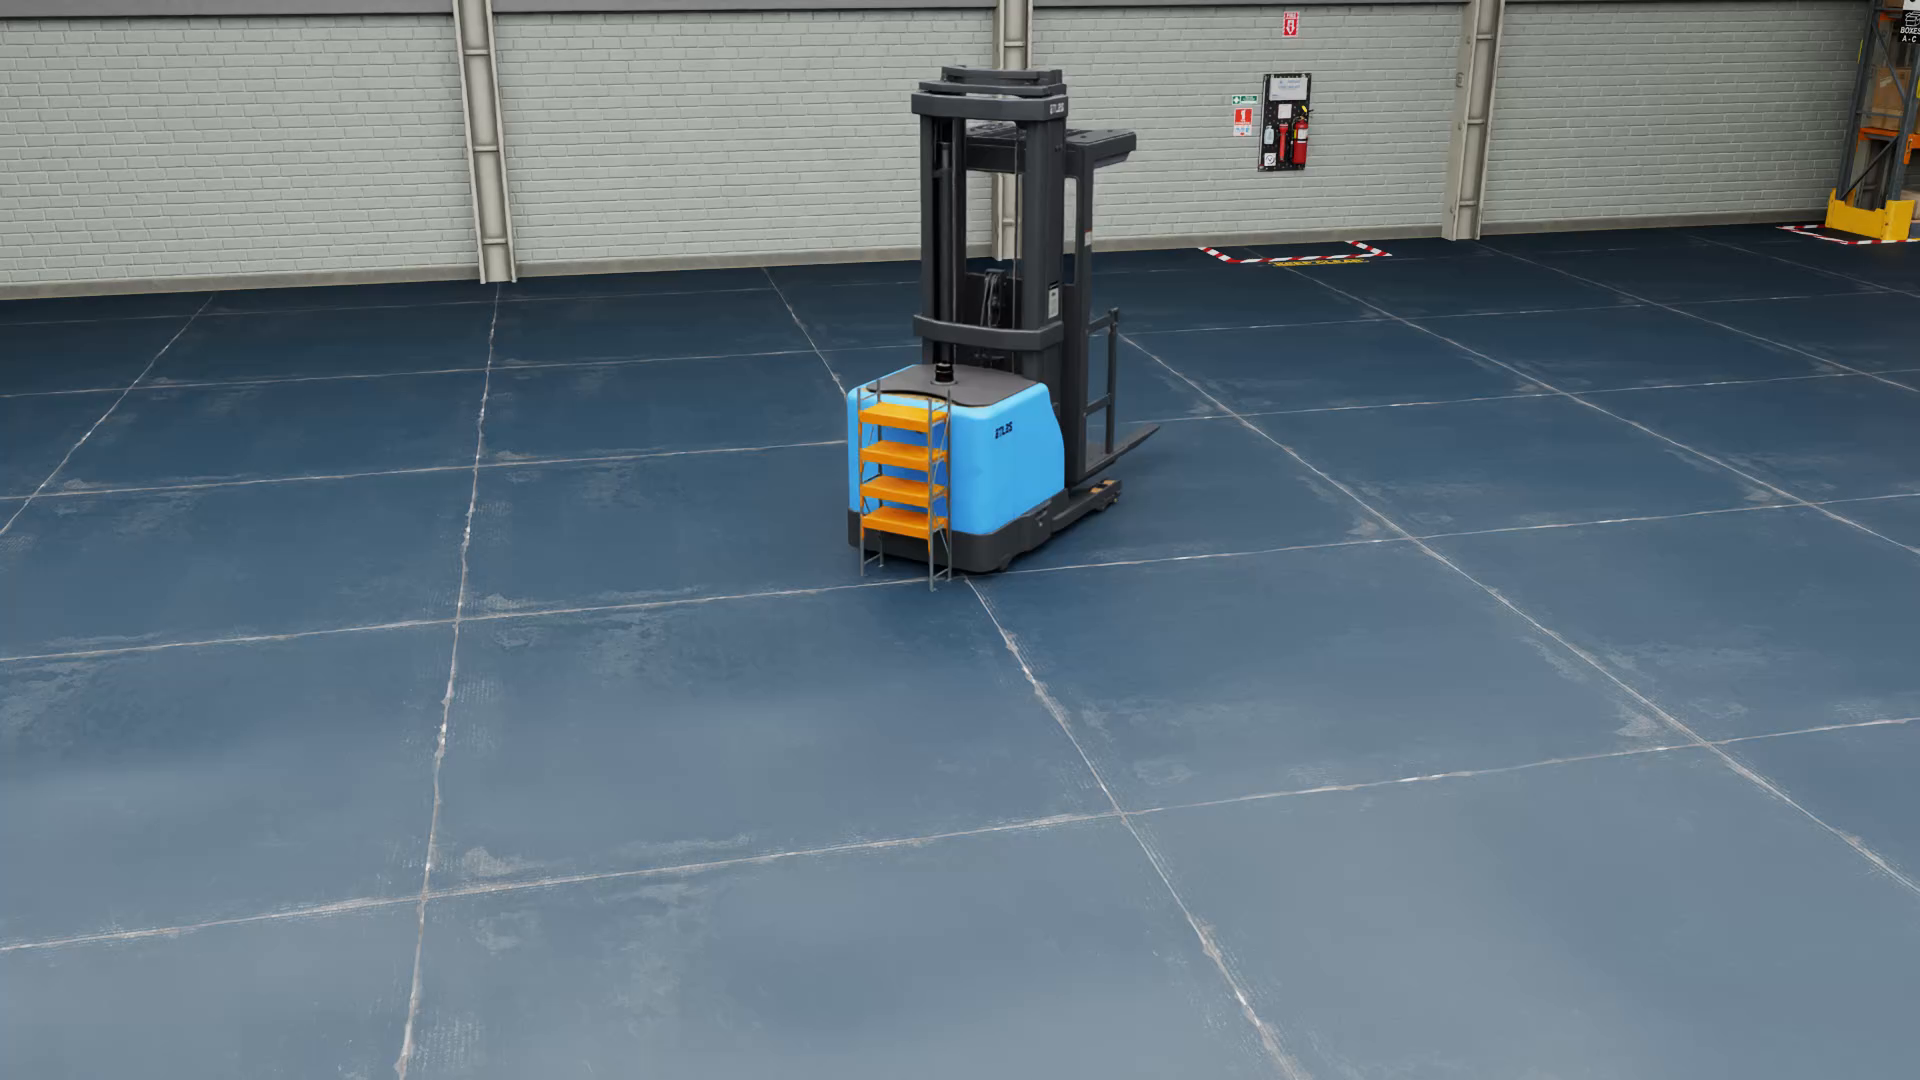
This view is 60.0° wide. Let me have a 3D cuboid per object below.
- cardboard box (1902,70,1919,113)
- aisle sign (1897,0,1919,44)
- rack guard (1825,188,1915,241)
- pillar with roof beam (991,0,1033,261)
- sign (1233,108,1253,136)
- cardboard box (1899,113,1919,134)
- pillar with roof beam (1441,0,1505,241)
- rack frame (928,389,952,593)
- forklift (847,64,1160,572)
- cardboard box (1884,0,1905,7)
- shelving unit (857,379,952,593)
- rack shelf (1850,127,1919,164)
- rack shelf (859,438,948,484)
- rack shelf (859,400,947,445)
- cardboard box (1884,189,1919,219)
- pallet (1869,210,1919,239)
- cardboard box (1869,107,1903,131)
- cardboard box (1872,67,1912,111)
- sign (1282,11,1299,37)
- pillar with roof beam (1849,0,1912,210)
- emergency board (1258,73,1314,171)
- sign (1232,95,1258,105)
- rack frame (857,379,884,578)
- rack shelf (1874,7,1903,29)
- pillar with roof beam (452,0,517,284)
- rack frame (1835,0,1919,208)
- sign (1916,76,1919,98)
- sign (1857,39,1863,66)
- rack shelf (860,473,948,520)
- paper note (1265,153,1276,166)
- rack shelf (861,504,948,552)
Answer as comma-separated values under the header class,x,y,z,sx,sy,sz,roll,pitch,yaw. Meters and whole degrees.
class,x,y,z,sx,sy,sz,roll,pitch,yaw
cardboard box,12.339,-5.663,21.013,0.500,0.500,0.500,-5,21,-12
aisle sign,11.804,-6.550,20.554,0.004,0.787,0.394,-5,21,-12
rack guard,11.879,-4.267,21.737,0.348,0.500,1.175,-5,21,-12
pillar with roof beam,1.600,-6.206,14.674,0.400,9.000,9.100,-5,21,-12
sign,3.473,-5.130,20.406,0.234,0.329,0.001,-5,21,-12
cardboard box,12.353,-5.306,21.129,0.500,0.250,0.500,-5,21,-14
pillar with roof beam,7.439,-6.681,15.971,0.400,9.000,9.100,-5,21,-12
rack frame,-0.116,-0.285,9.848,0.015,1.200,0.240,11,23,28
forklift,0.463,-1.641,11.032,1.130,2.935,3.031,11,23,28
cardboard box,12.153,-7.018,21.076,0.500,0.500,0.500,-3,20,-9
shelving unit,-0.329,-0.326,9.960,0.503,1.200,0.258,11,23,28
rack shelf,13.752,-5.256,21.847,4.000,0.370,1.077,-5,21,-12
rack shelf,-0.329,-0.473,9.907,0.480,0.148,0.258,11,23,28
rack shelf,-0.329,-0.695,9.825,0.480,0.148,0.258,11,23,28
cardboard box,12.499,-4.404,21.745,0.500,0.311,0.500,-7,21,-19
pallet,12.678,-4.184,21.930,1.213,0.211,1.003,-5,21,-12
cardboard box,12.216,-5.476,21.592,0.500,0.250,0.500,-4,21,-12
cardboard box,12.215,-5.835,21.481,0.500,0.500,0.500,-5,21,-13
sign,4.004,-6.244,20.128,0.199,0.298,0.001,-5,21,-12
pillar with roof beam,13.278,-7.156,17.267,0.400,9.000,9.100,-5,21,-12
emergency board,4.035,-5.122,20.437,0.643,1.169,0.194,-5,21,-12
sign,3.479,-5.376,20.308,0.331,0.109,0.001,-5,21,-12
rack frame,-0.541,-0.367,10.073,0.015,1.200,0.240,11,23,28
rack shelf,13.752,-6.664,21.331,4.000,0.370,1.077,-5,21,-12
pillar with roof beam,-4.239,-5.731,13.378,0.400,9.000,9.100,-5,21,-12
rack frame,11.805,-5.435,21.291,0.127,3.000,1.000,-5,21,-12
sign,11.930,-5.660,20.646,0.005,0.325,0.100,-5,21,-12
sign,11.697,-6.315,21.549,0.005,0.325,0.100,-5,21,-12
rack shelf,-0.329,-0.263,9.984,0.480,0.148,0.258,11,23,28
paper note,3.847,-4.718,20.614,0.142,0.148,0.016,-5,21,-12
rack shelf,-0.329,-0.076,10.052,0.480,0.148,0.258,11,23,28
